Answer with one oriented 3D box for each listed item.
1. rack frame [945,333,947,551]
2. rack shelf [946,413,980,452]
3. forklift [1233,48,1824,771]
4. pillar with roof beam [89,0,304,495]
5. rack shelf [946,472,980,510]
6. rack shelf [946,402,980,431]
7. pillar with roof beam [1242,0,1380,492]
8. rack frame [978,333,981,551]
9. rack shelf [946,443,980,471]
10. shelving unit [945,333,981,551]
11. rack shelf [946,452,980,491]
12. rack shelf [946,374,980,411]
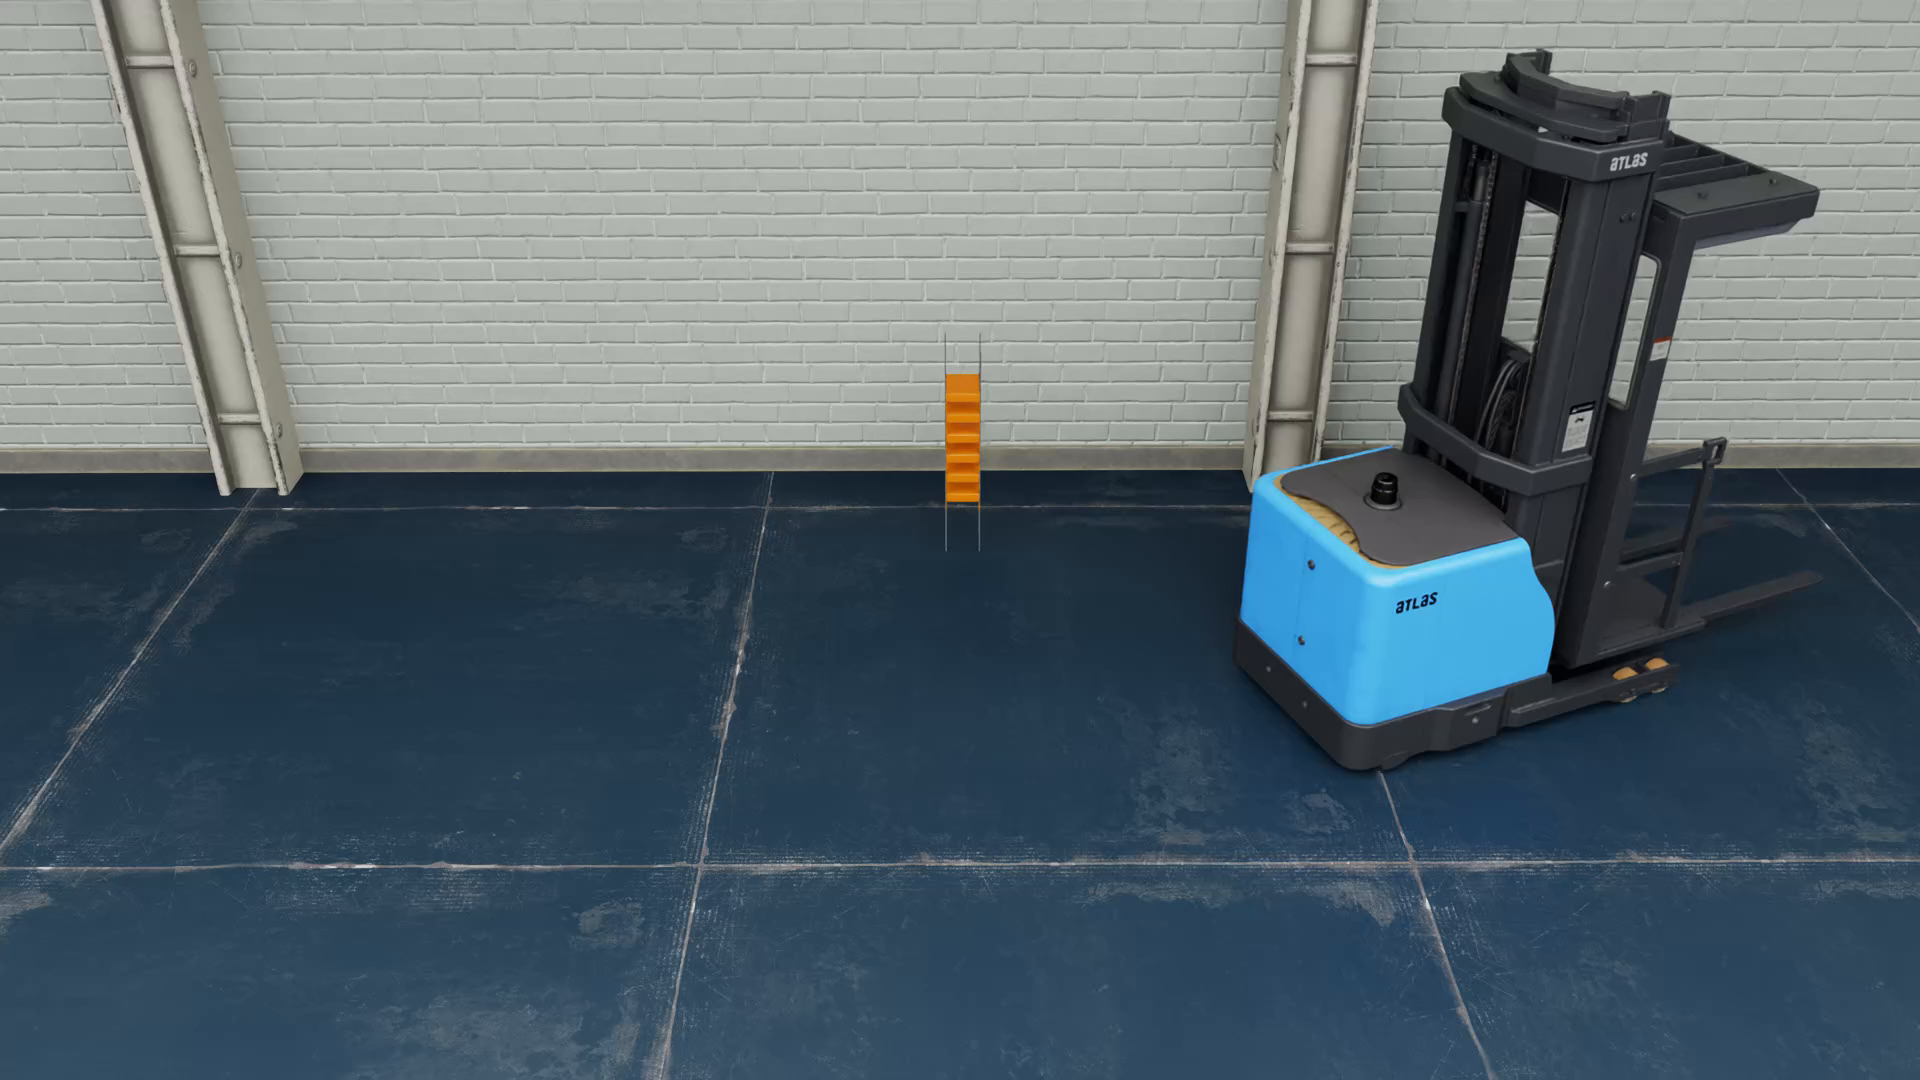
[{"bbox_3d":[-0.077,-0.513,8.938,0.006,1.200,0.240,0,31,0],"label":"rack frame"},{"bbox_3d":[0.014,-0.578,8.900,0.180,0.103,0.258,0,31,0],"label":"rack shelf"},{"bbox_3d":[2.904,-0.712,7.598,3.031,2.935,1.130,-13,34,-20],"label":"forklift"},{"bbox_3d":[-4.085,-1.955,3.797,0.400,9.000,9.100,0,31,0],"label":"pillar with roof beam"},{"bbox_3d":[0.014,-0.270,9.086,0.180,0.103,0.258,0,31,0],"label":"rack shelf"},{"bbox_3d":[0.014,-0.680,8.837,0.180,0.103,0.258,0,31,0],"label":"rack shelf"},{"bbox_3d":[1.915,-1.974,3.828,0.400,9.000,9.100,0,31,0],"label":"pillar with roof beam"},{"bbox_3d":[0.106,-0.513,8.939,0.006,1.200,0.240,0,31,0],"label":"rack frame"},{"bbox_3d":[0.014,-0.475,8.962,0.180,0.103,0.258,0,31,0],"label":"rack shelf"},{"bbox_3d":[0.014,-0.513,8.939,0.189,1.200,0.258,0,31,0],"label":"shelving unit"},{"bbox_3d":[0.014,-0.372,9.024,0.180,0.103,0.258,0,31,0],"label":"rack shelf"},{"bbox_3d":[0.014,-0.783,8.775,0.180,0.103,0.258,0,31,0],"label":"rack shelf"}]
